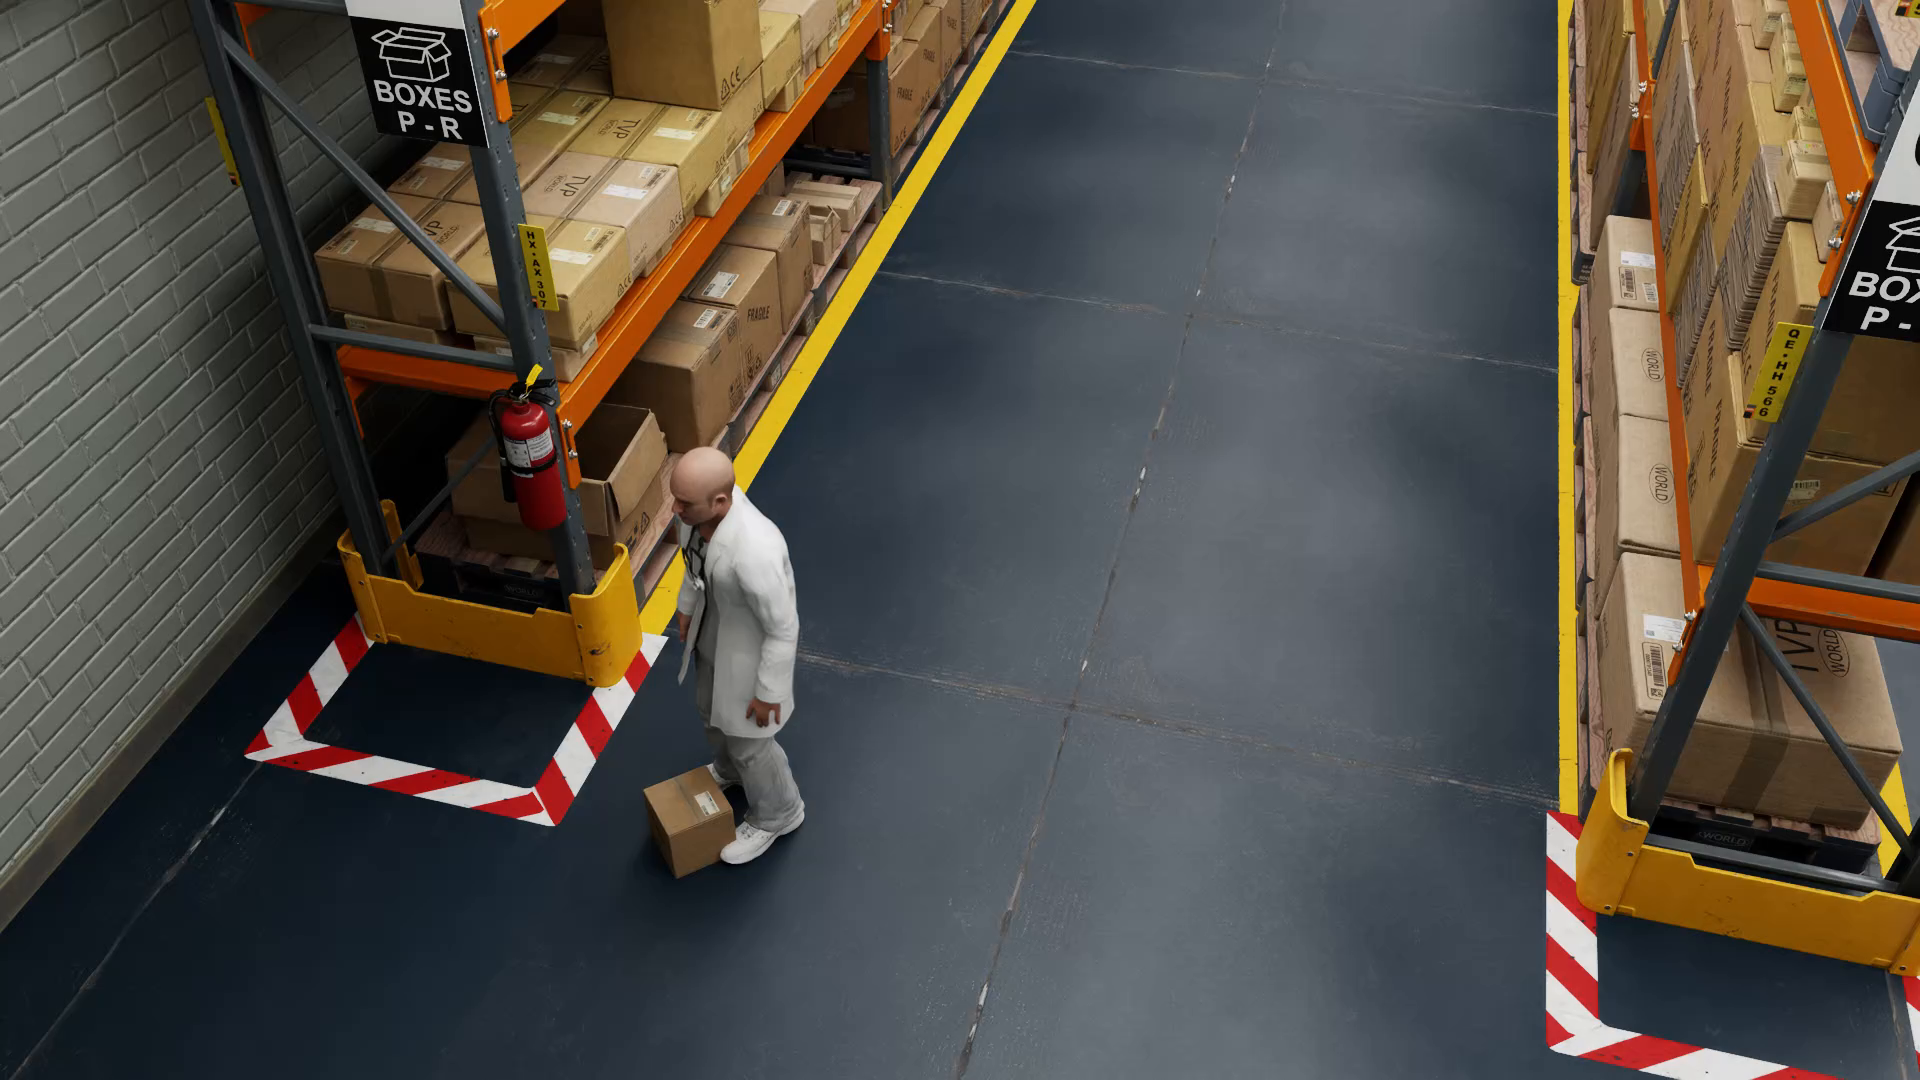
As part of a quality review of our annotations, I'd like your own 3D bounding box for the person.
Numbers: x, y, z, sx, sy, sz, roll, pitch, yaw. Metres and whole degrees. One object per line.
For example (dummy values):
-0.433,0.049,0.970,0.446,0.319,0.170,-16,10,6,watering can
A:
-0.775,0.379,5.725,0.424,1.774,0.653,-24,46,-25,person
